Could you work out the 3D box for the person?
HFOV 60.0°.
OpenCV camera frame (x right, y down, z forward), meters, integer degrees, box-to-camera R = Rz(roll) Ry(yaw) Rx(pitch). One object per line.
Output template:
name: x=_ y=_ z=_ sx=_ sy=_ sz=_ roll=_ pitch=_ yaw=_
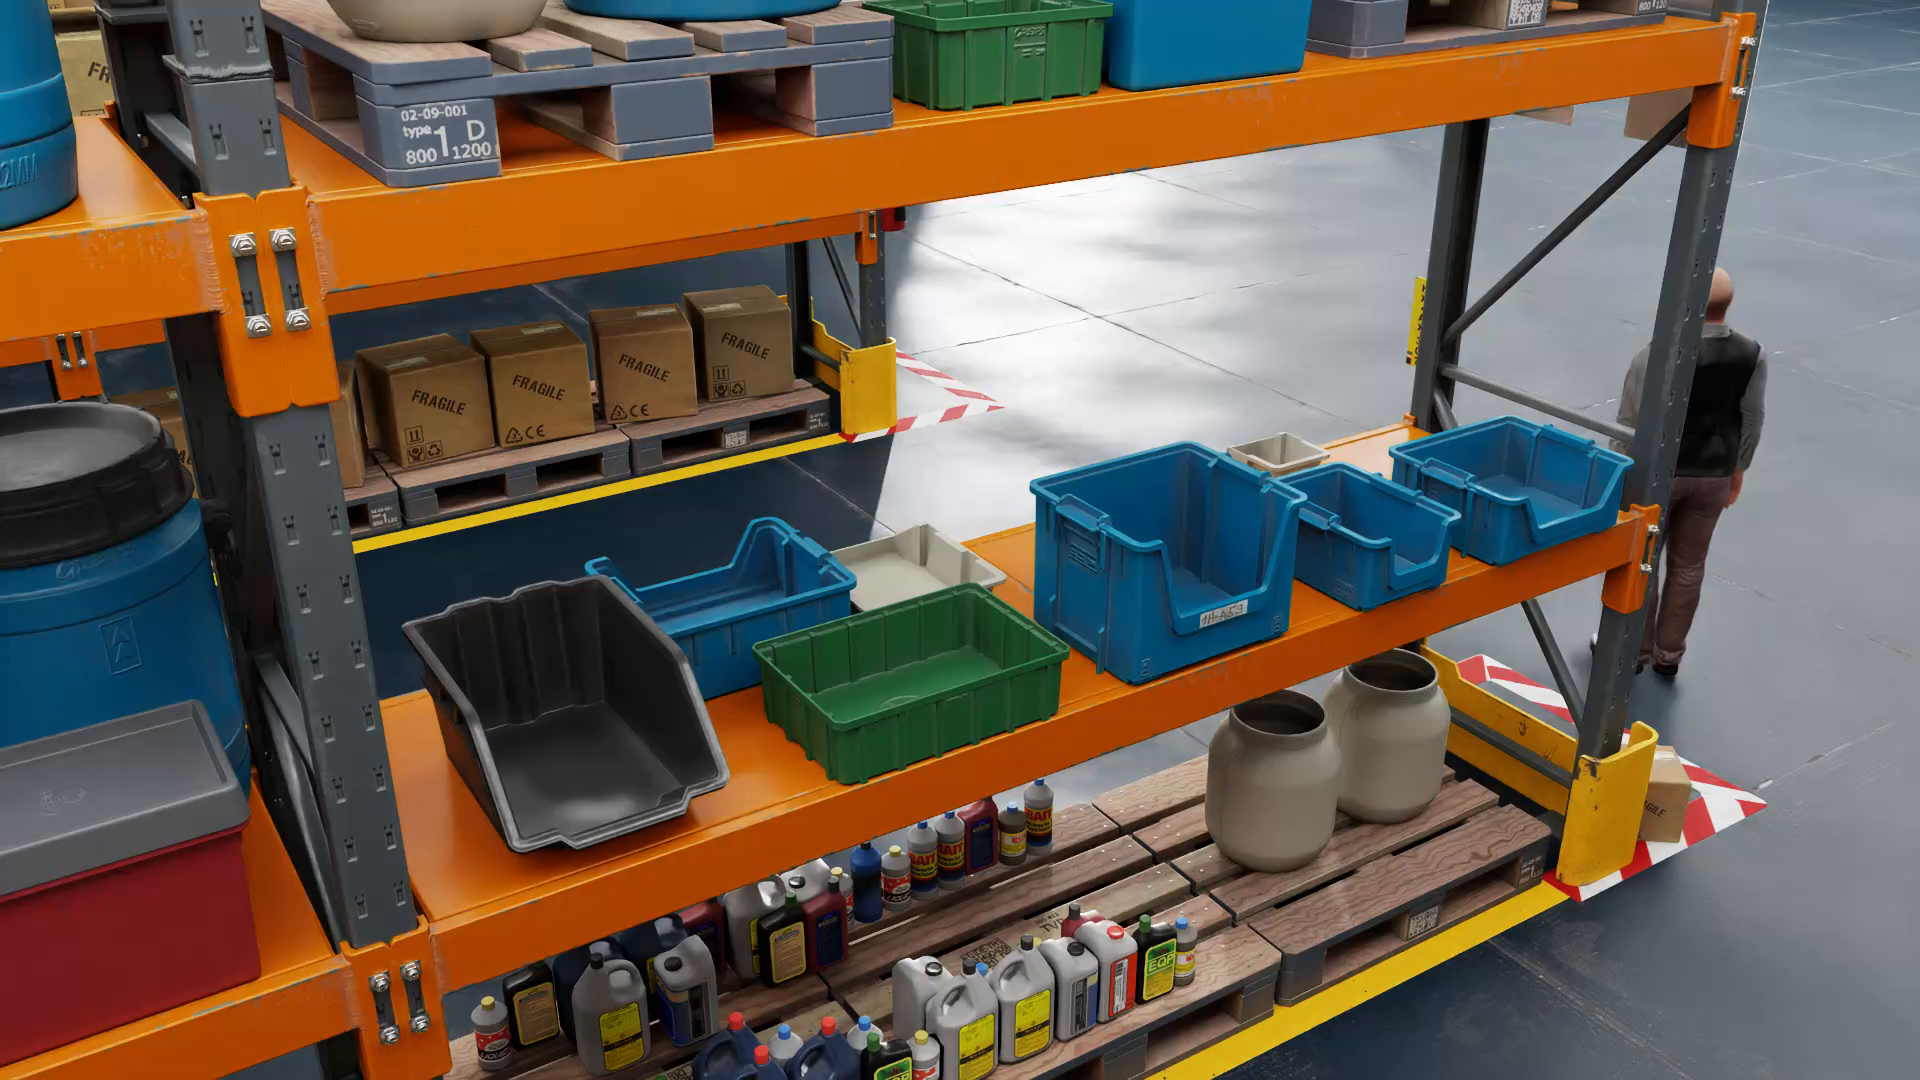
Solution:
person: x=2.859 y=-0.260 z=6.650 sx=0.561 sy=1.723 sz=0.369 roll=0 pitch=25 yaw=0
